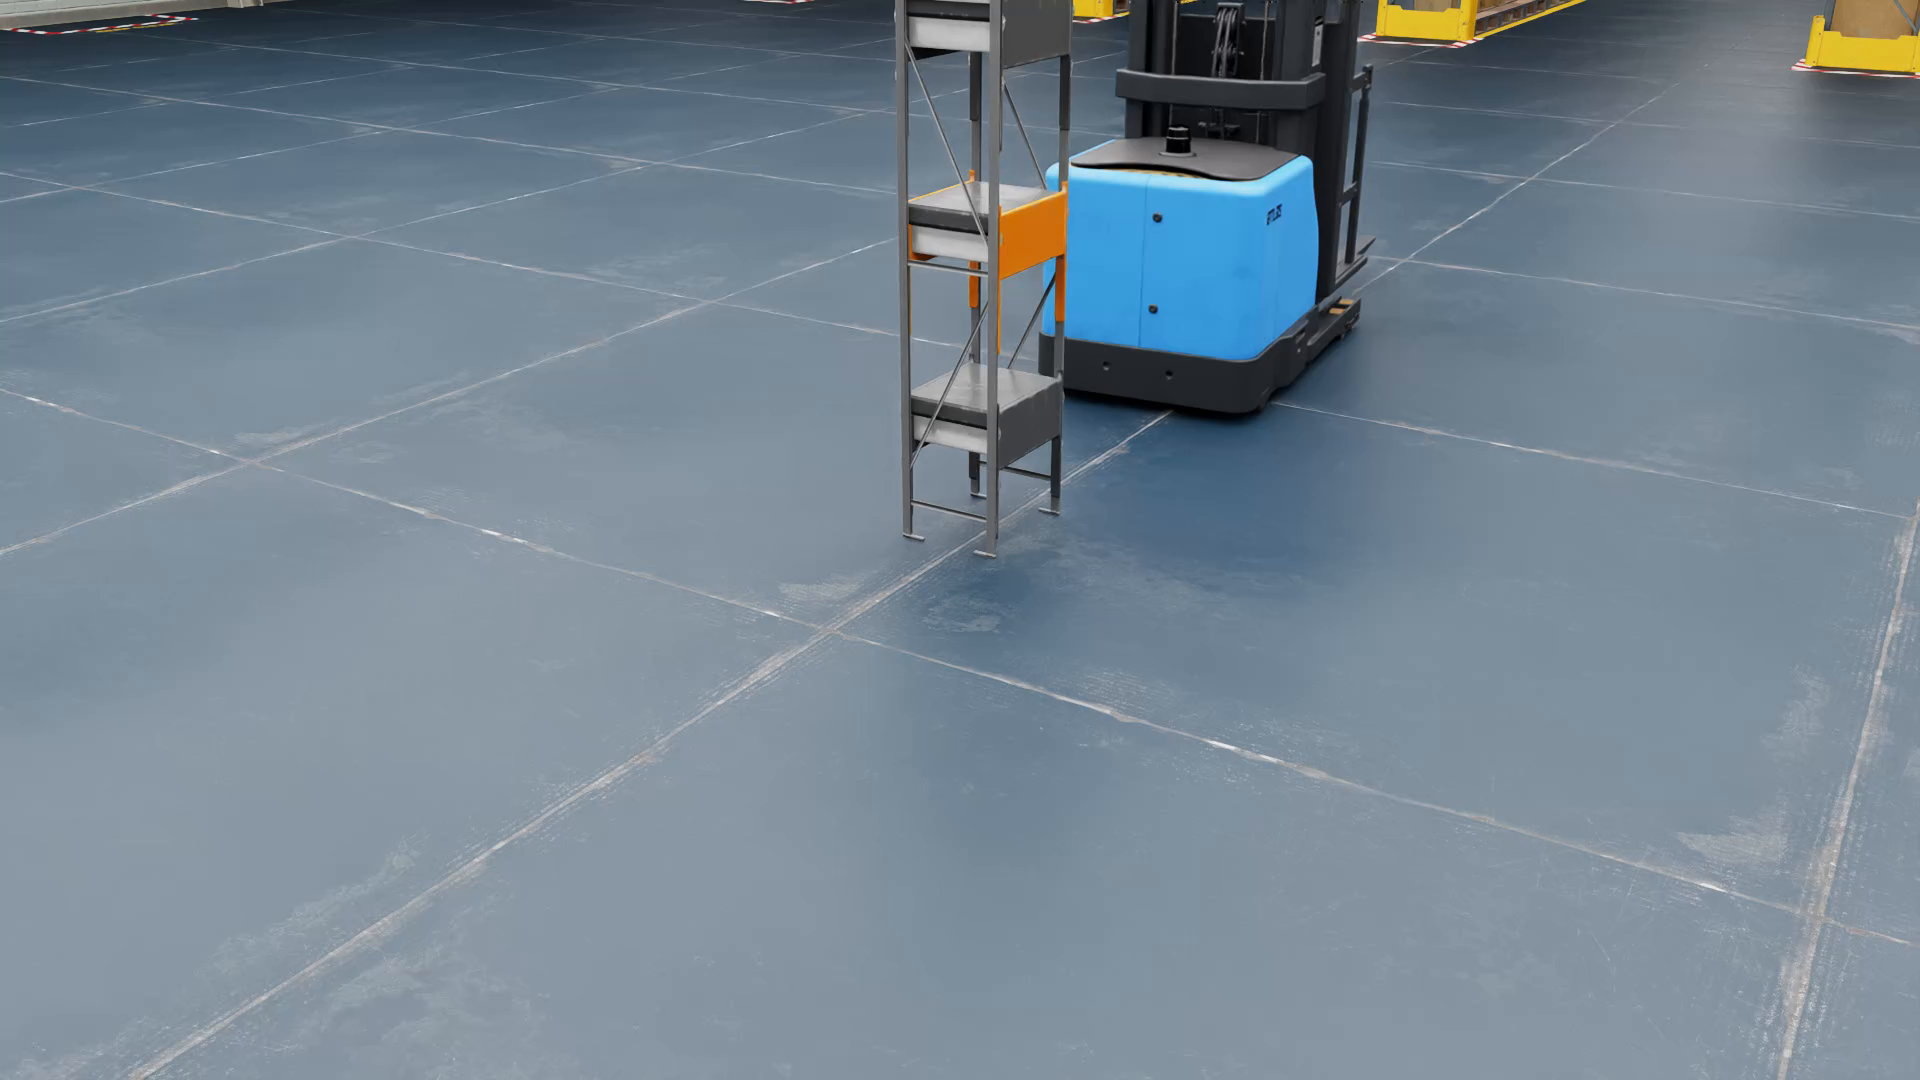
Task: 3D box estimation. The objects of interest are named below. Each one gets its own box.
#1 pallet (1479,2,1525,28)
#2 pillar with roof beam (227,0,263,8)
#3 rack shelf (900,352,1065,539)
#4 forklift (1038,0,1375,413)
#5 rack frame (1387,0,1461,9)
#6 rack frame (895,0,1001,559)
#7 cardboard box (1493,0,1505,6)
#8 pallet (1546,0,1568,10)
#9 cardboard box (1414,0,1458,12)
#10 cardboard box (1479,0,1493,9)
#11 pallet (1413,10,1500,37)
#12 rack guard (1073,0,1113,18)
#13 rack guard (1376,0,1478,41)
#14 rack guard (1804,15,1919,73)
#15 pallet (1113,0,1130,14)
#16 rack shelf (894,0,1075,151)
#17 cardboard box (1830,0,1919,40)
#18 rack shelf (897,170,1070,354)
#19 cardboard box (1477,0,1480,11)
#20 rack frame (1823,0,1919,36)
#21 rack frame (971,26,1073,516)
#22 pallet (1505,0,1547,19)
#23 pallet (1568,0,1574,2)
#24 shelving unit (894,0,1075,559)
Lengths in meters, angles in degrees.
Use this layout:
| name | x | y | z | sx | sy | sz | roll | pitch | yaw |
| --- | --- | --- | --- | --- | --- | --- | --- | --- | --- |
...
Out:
| name | x | y | z | sx | sy | sz | roll | pitch | yaw |
| --- | --- | --- | --- | --- | --- | --- | --- | --- | --- |
| pallet | 6.900 | -7.060 | 22.292 | 1.003 | 0.211 | 1.213 | 14 | 27 | 29 |
| pillar with roof beam | -6.741 | -10.994 | 20.320 | 9.100 | 9.000 | 0.400 | 14 | 27 | 29 |
| rack shelf | 0.087 | -0.365 | 6.245 | 0.431 | 0.518 | 0.480 | 14 | 27 | 29 |
| forklift | 1.475 | -2.457 | 8.236 | 1.130 | 2.935 | 3.031 | 11 | 26 | 24 |
| rack frame | 5.757 | -7.637 | 20.116 | 1.000 | 3.000 | 0.127 | 14 | 27 | 29 |
| rack frame | -0.041 | -0.937 | 5.772 | 0.400 | 2.100 | 0.015 | 14 | 27 | 29 |
| cardboard box | 7.065 | -7.485 | 22.383 | 0.500 | 0.500 | 0.500 | 11 | 26 | 24 |
| pallet | 8.276 | -7.970 | 24.396 | 1.003 | 0.211 | 1.213 | 14 | 27 | 29 |
| cardboard box | 6.100 | -6.890 | 21.007 | 0.500 | 0.500 | 0.500 | 20 | 30 | 38 |
| cardboard box | 6.733 | -7.306 | 21.969 | 0.500 | 0.500 | 0.500 | 17 | 29 | 34 |
| pallet | 6.255 | -6.650 | 21.345 | 1.003 | 0.211 | 1.213 | 14 | 27 | 29 |
| rack guard | 1.549 | -7.563 | 23.092 | 1.175 | 0.500 | 0.348 | 14 | 27 | 29 |
| rack guard | 5.797 | -6.516 | 20.671 | 1.175 | 0.500 | 0.348 | 14 | 27 | 29 |
| rack guard | 9.904 | -5.408 | 18.114 | 1.175 | 0.500 | 0.348 | 14 | 27 | 29 |
| pallet | 1.982 | -7.704 | 23.780 | 1.003 | 0.211 | 1.213 | 14 | 27 | 29 |
| rack shelf | 0.087 | -1.649 | 5.689 | 0.431 | 0.518 | 0.480 | 14 | 27 | 29 |
| cardboard box | 10.219 | -6.024 | 18.535 | 0.875 | 0.875 | 0.875 | 14 | 27 | 29 |
| rack shelf | 0.087 | -1.007 | 5.967 | 0.431 | 0.518 | 0.480 | 14 | 27 | 29 |
| cardboard box | 6.386 | -7.099 | 21.490 | 0.500 | 0.500 | 0.500 | -20 | 31 | -39 |
| rack frame | 9.917 | -6.563 | 17.636 | 1.000 | 3.000 | 0.127 | 14 | 27 | 29 |
| rack frame | 0.216 | -1.102 | 6.152 | 0.400 | 2.100 | 0.015 | 14 | 27 | 29 |
| pallet | 7.542 | -7.473 | 23.247 | 1.003 | 0.211 | 1.213 | 14 | 27 | 29 |
| pallet | 8.919 | -8.384 | 25.351 | 1.003 | 0.211 | 1.213 | 14 | 27 | 29 |
| shelving unit | 0.087 | -1.019 | 5.962 | 0.431 | 2.100 | 0.503 | 14 | 27 | 29 |
